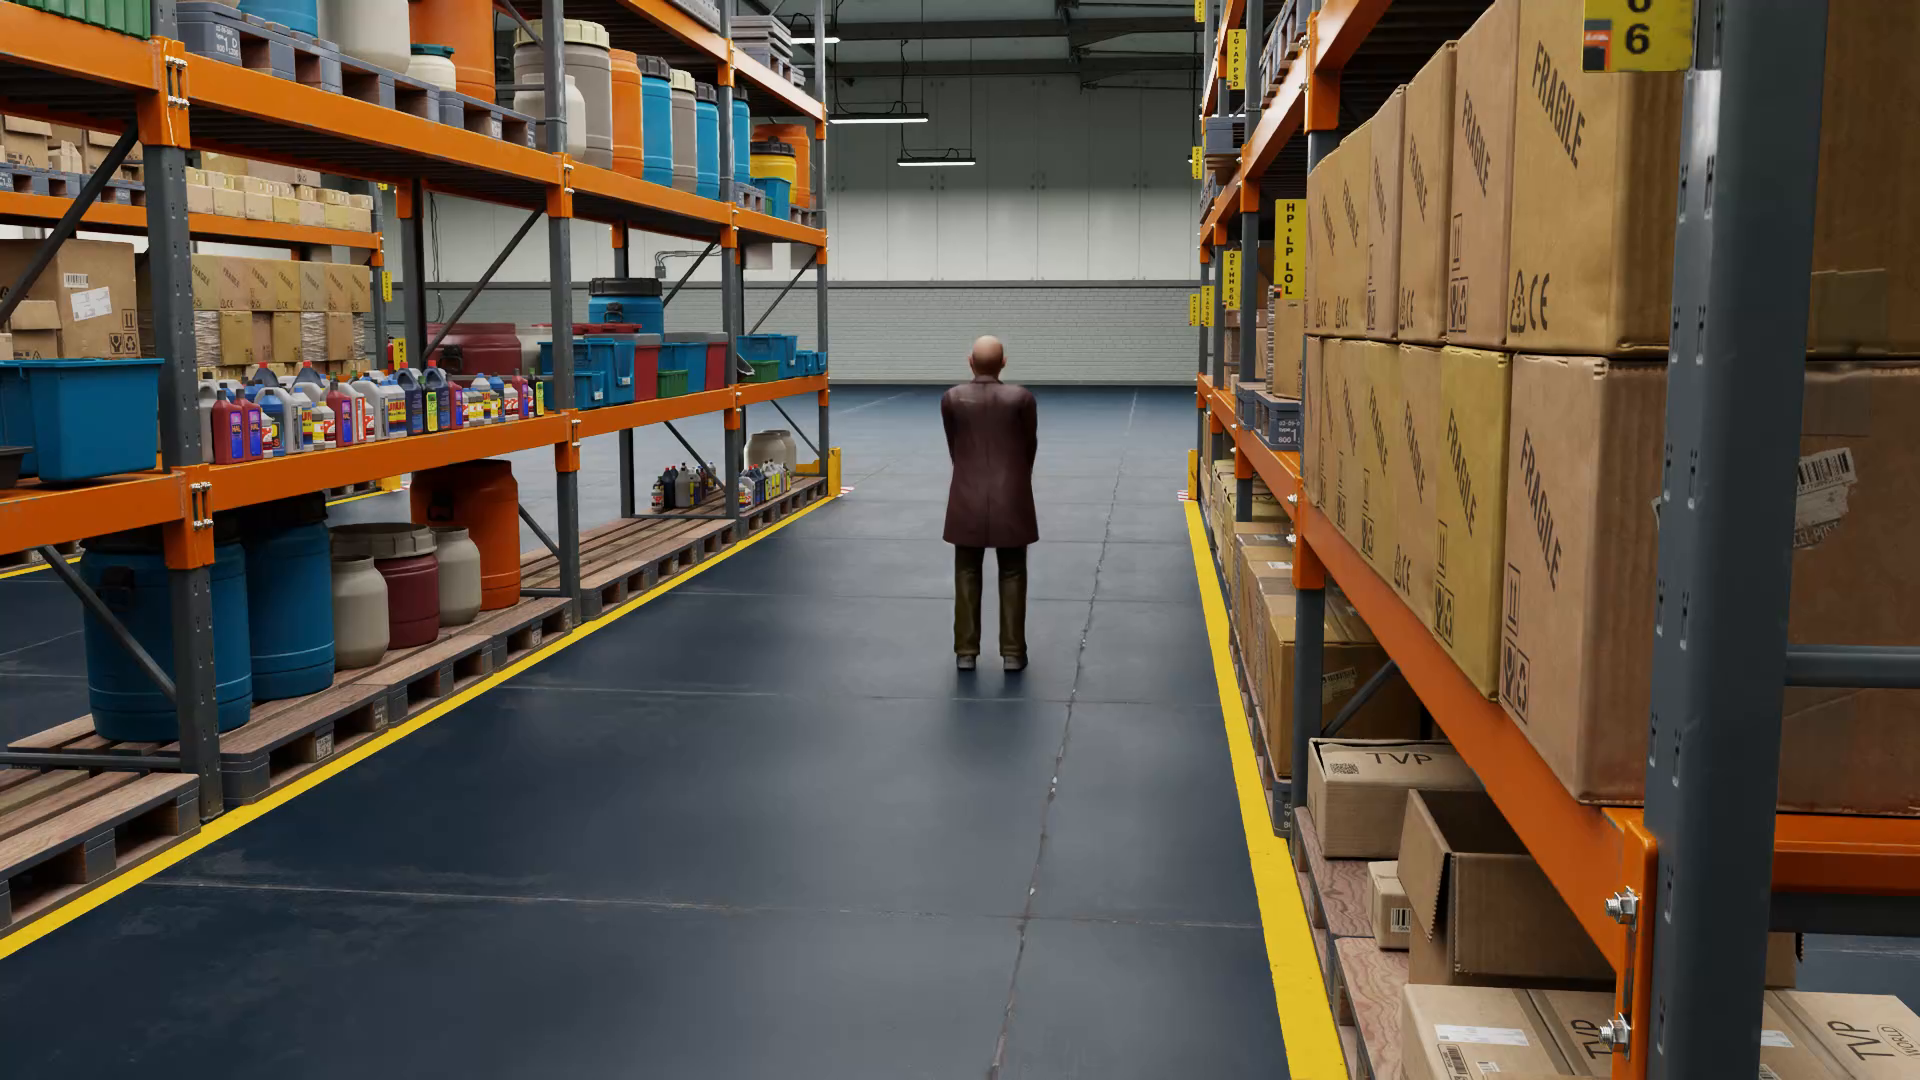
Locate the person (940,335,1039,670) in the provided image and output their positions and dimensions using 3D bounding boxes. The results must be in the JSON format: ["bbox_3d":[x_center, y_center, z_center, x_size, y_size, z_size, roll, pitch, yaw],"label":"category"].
[{"bbox_3d":[0.170,-0.210,8.968,0.525,1.779,0.545,1,7,6],"label":"person"}]
